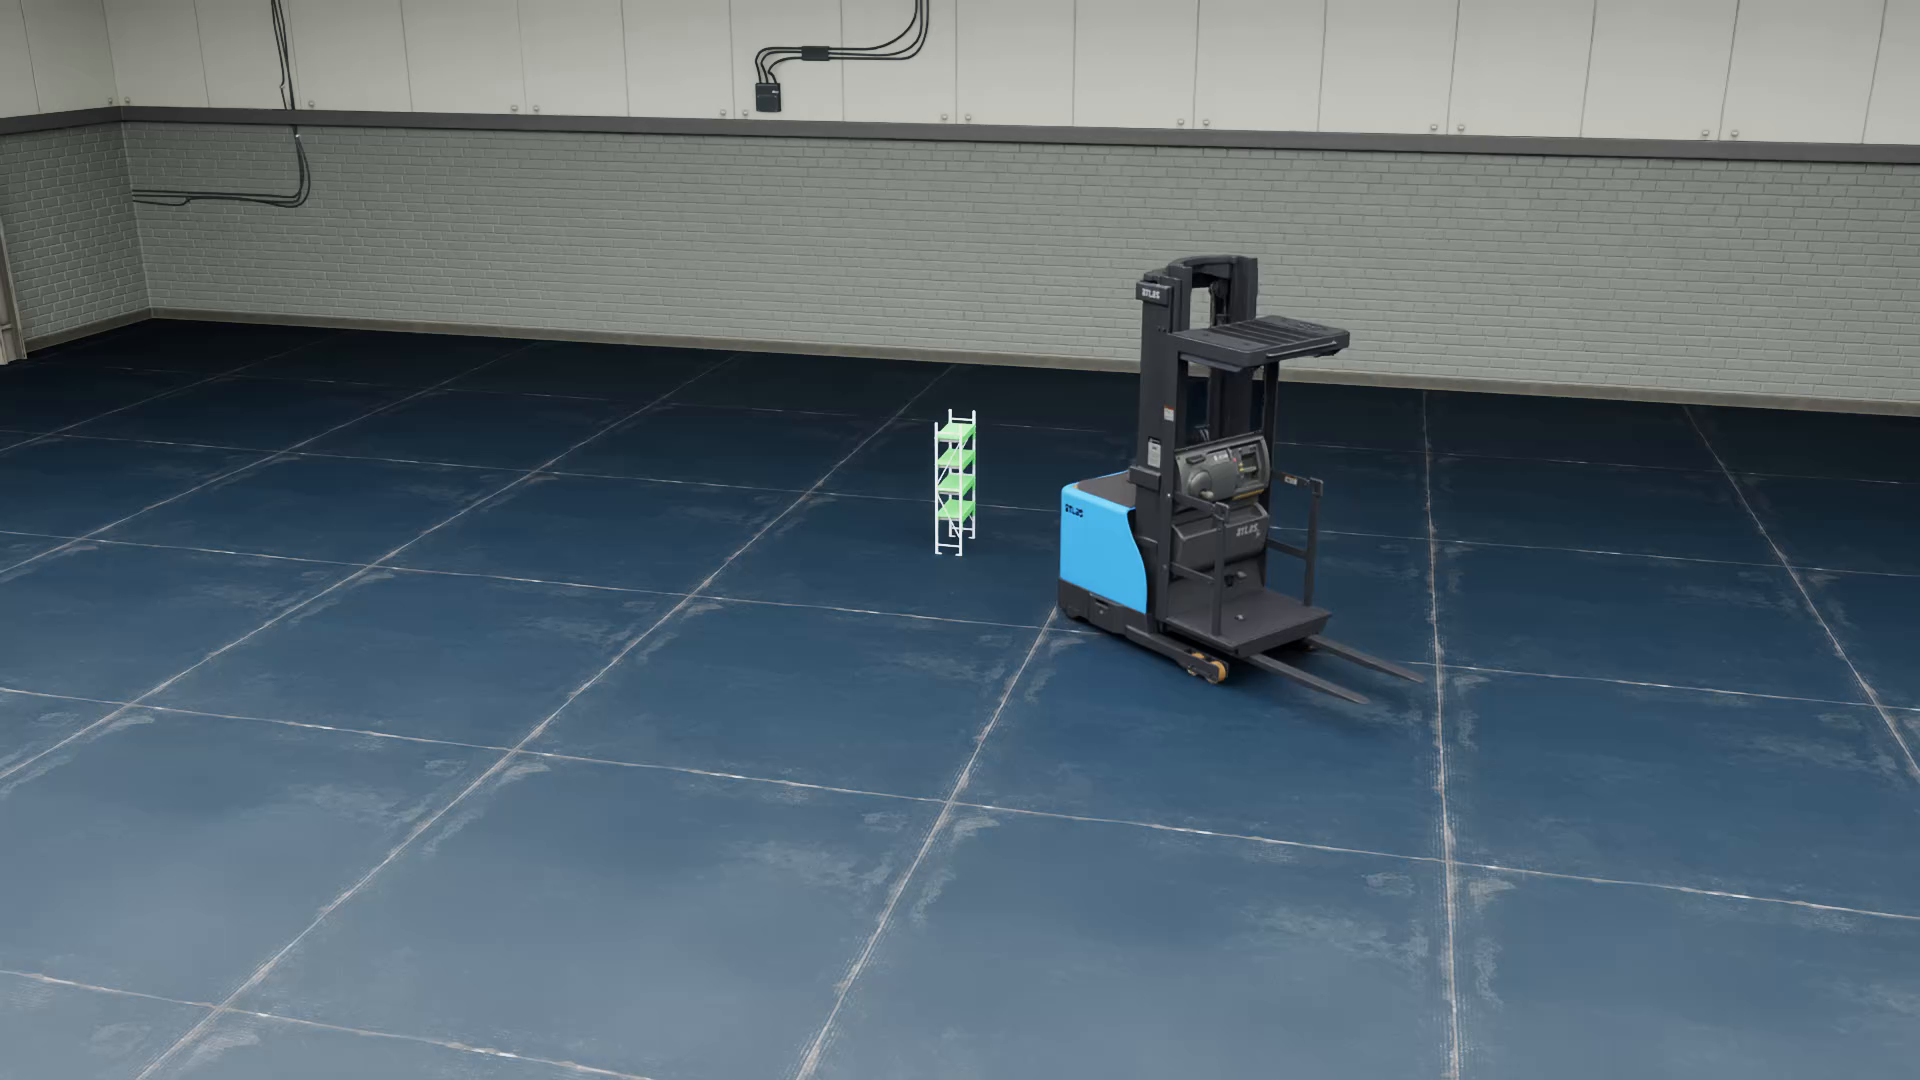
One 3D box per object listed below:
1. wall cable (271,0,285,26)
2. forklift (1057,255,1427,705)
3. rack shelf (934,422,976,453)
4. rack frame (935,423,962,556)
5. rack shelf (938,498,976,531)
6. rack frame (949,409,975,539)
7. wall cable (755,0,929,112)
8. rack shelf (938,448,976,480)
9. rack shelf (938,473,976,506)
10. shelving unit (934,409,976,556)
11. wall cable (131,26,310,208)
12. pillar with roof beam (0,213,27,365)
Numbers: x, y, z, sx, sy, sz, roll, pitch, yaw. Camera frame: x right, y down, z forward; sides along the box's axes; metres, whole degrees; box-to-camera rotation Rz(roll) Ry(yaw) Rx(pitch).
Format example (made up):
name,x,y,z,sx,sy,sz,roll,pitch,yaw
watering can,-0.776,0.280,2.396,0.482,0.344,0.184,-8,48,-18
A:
name,x,y,z,sx,sy,sz,roll,pitch,yaw
wall cable,-8.096,-8.176,22.192,3.097,2.526,0.112,5,19,13
forklift,2.083,-0.519,12.174,1.130,2.935,3.031,-14,23,-35
rack shelf,-0.040,-0.910,14.707,0.258,0.148,0.480,5,19,13
rack frame,-0.100,-0.439,14.618,0.240,1.200,0.015,5,19,13
rack shelf,-0.040,-0.228,14.940,0.258,0.148,0.480,5,19,13
rack frame,0.019,-0.592,15.066,0.240,1.200,0.015,5,19,13
wall cable,-1.517,-8.324,20.373,2.305,6.003,0.169,5,19,13
rack shelf,-0.040,-0.683,14.785,0.258,0.148,0.480,5,19,13
rack shelf,-0.040,-0.455,14.862,0.258,0.148,0.480,5,19,13
shelving unit,-0.040,-0.516,14.842,0.258,1.200,0.503,5,19,13
wall cable,-10.719,-5.999,23.634,3.097,2.526,0.112,5,19,13
pillar with roof beam,-8.547,-6.310,19.739,9.100,9.000,0.400,5,19,13
